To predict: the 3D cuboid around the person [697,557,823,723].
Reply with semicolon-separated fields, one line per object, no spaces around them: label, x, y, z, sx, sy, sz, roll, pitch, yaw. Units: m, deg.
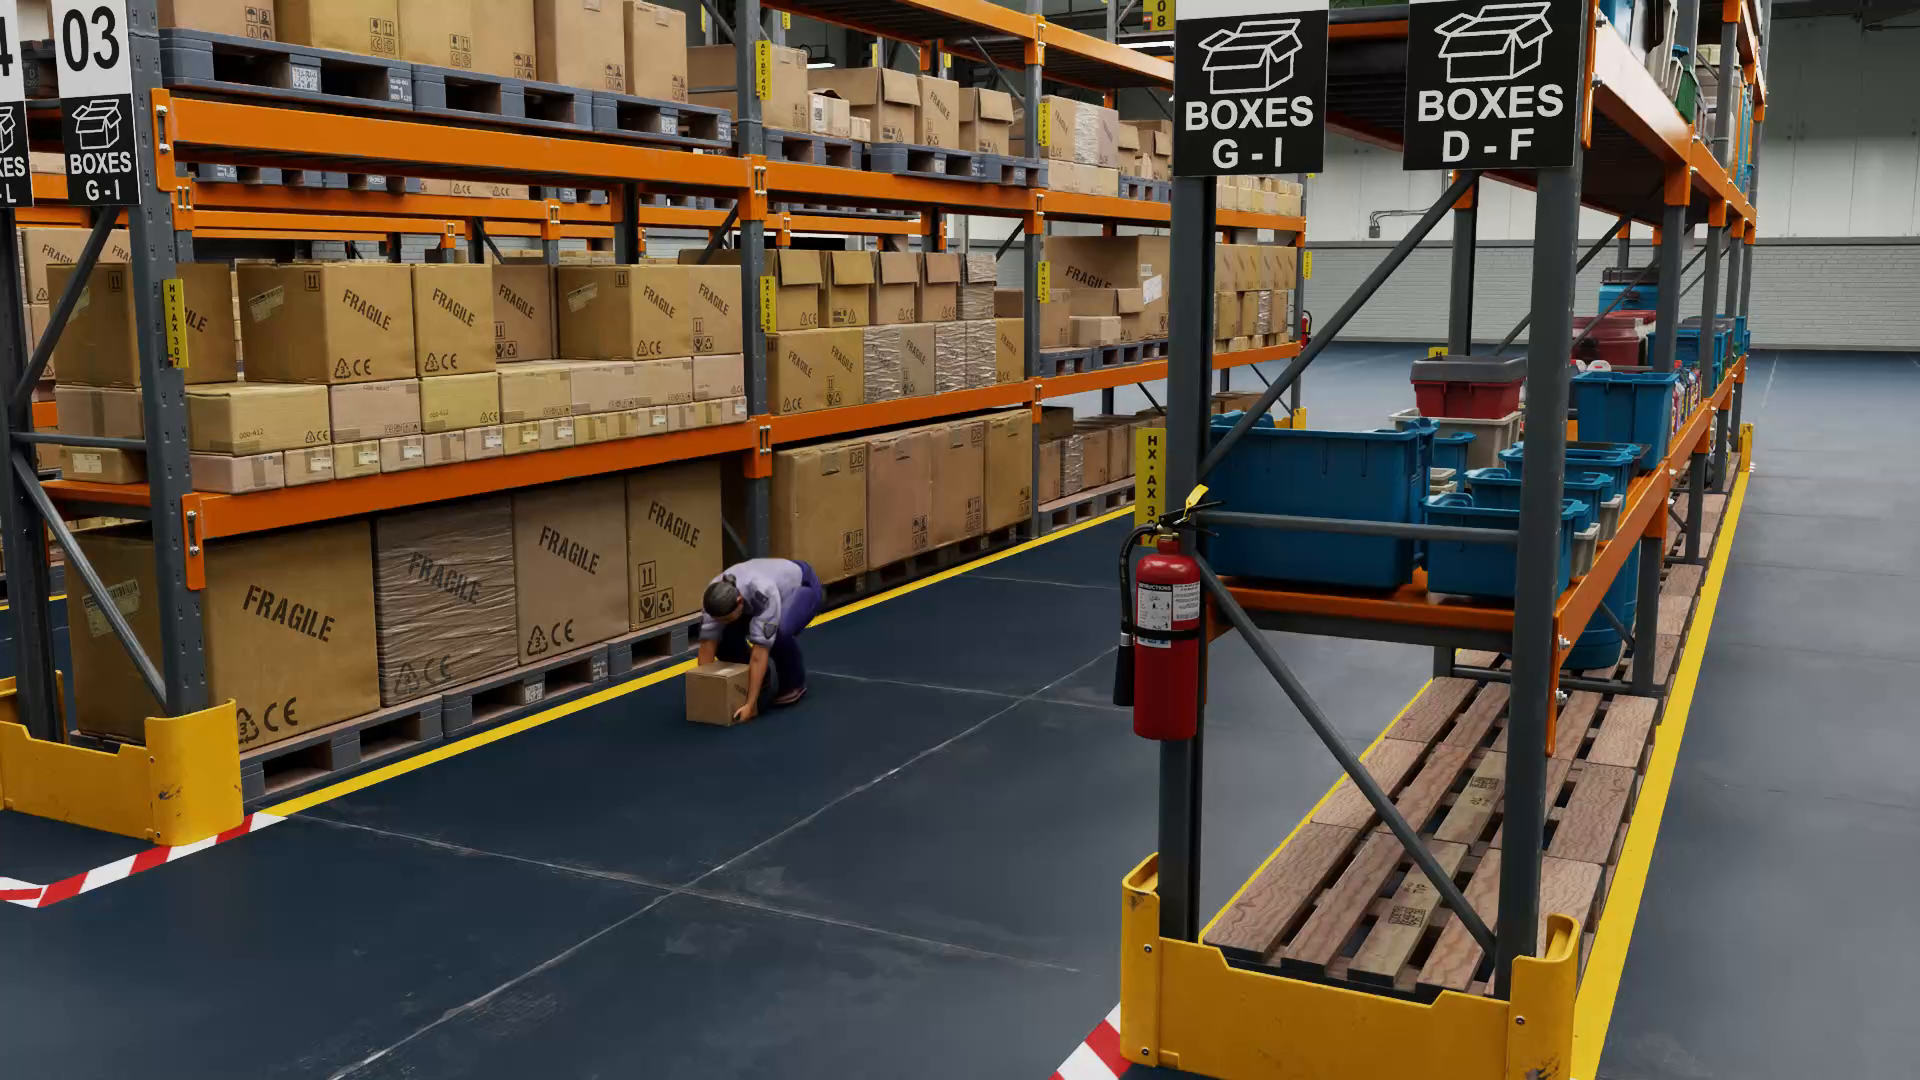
person;-1.031;0.478;8.396;0.499;0.744;0.902;4;10;24
